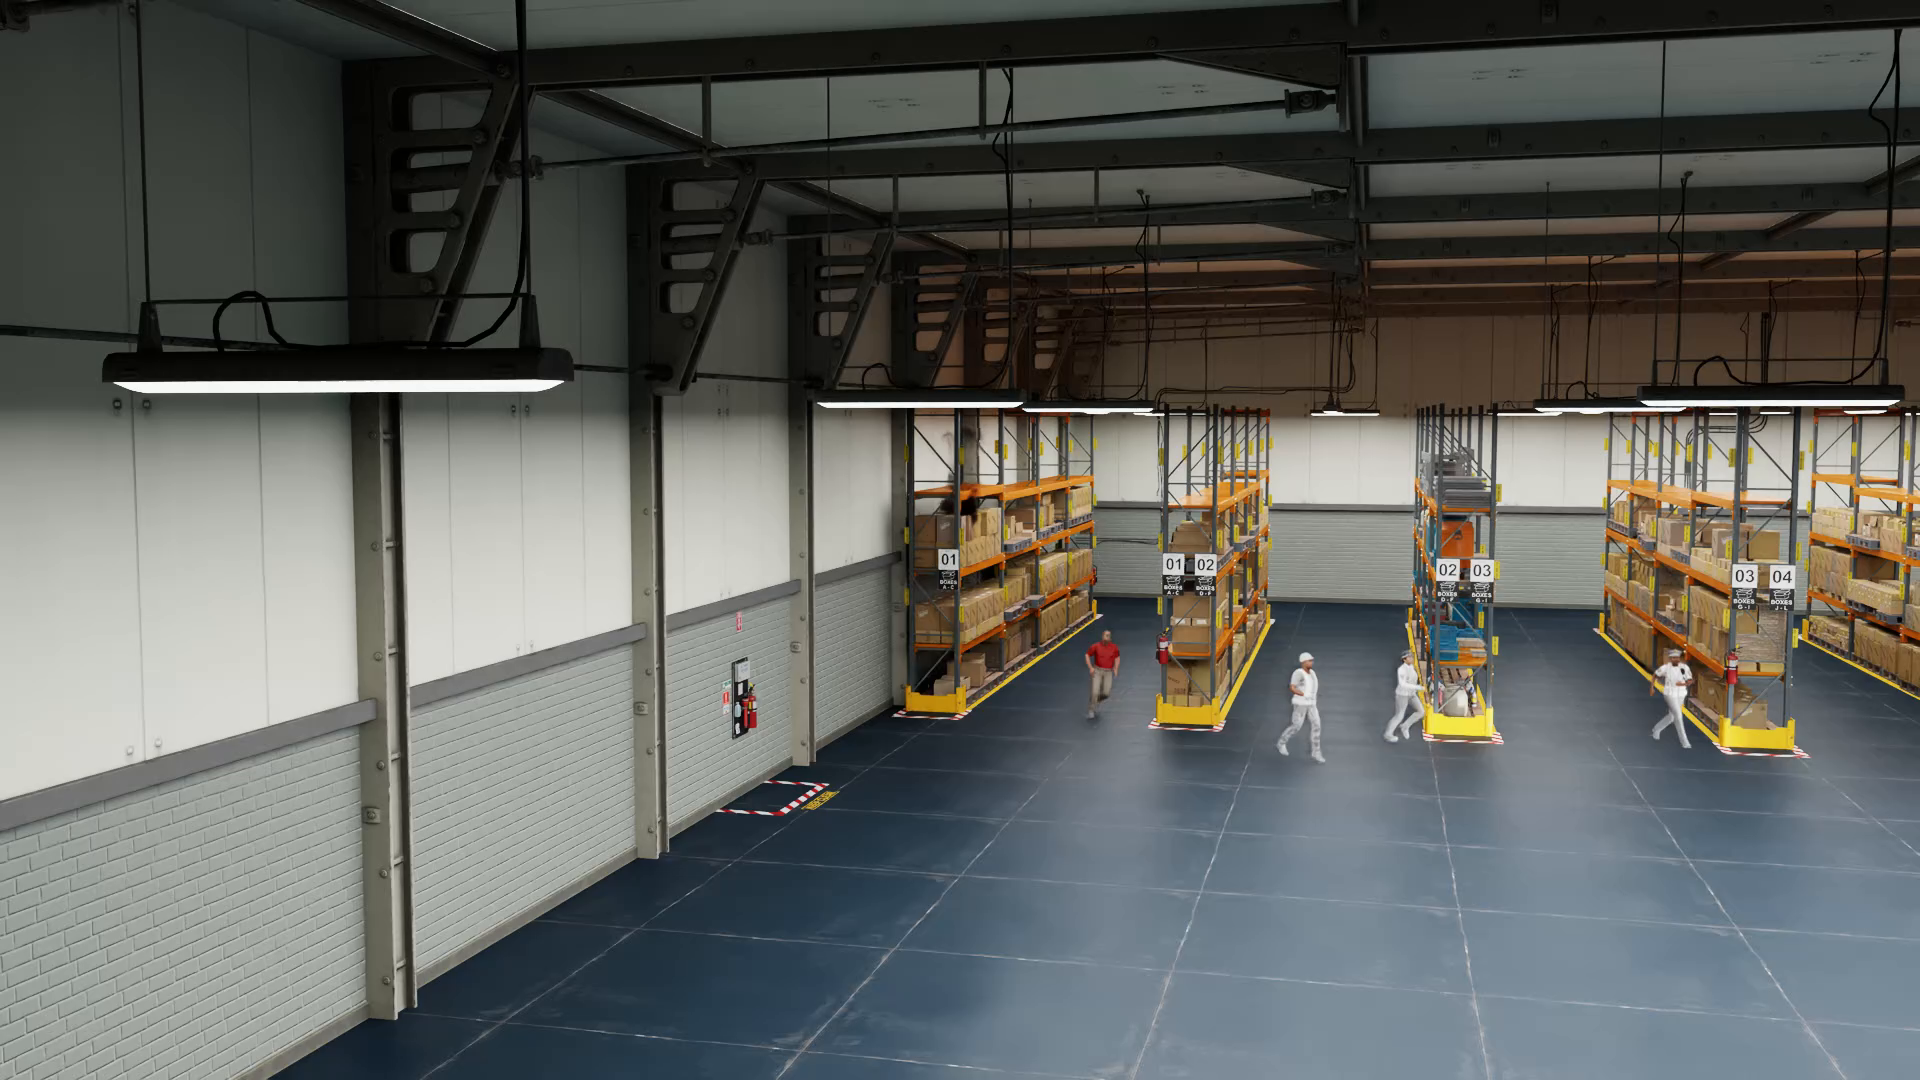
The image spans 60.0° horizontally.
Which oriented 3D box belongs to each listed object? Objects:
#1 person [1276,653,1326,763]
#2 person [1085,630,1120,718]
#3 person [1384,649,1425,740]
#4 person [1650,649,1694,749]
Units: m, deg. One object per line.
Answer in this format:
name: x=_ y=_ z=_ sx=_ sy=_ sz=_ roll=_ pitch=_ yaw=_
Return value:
person: x=5.798 y=2.789 z=27.948 sx=0.721 sy=1.795 sz=0.947 roll=-4 pitch=6 yaw=-42
person: x=2.755 y=2.572 z=32.031 sx=0.708 sy=1.672 sz=0.554 roll=-1 pitch=4 yaw=-7
person: x=7.908 y=2.737 z=29.394 sx=0.632 sy=1.651 sz=0.783 roll=-4 pitch=6 yaw=-42
person: x=12.530 y=2.764 z=29.236 sx=0.641 sy=1.715 sz=0.811 roll=-1 pitch=4 yaw=-7
